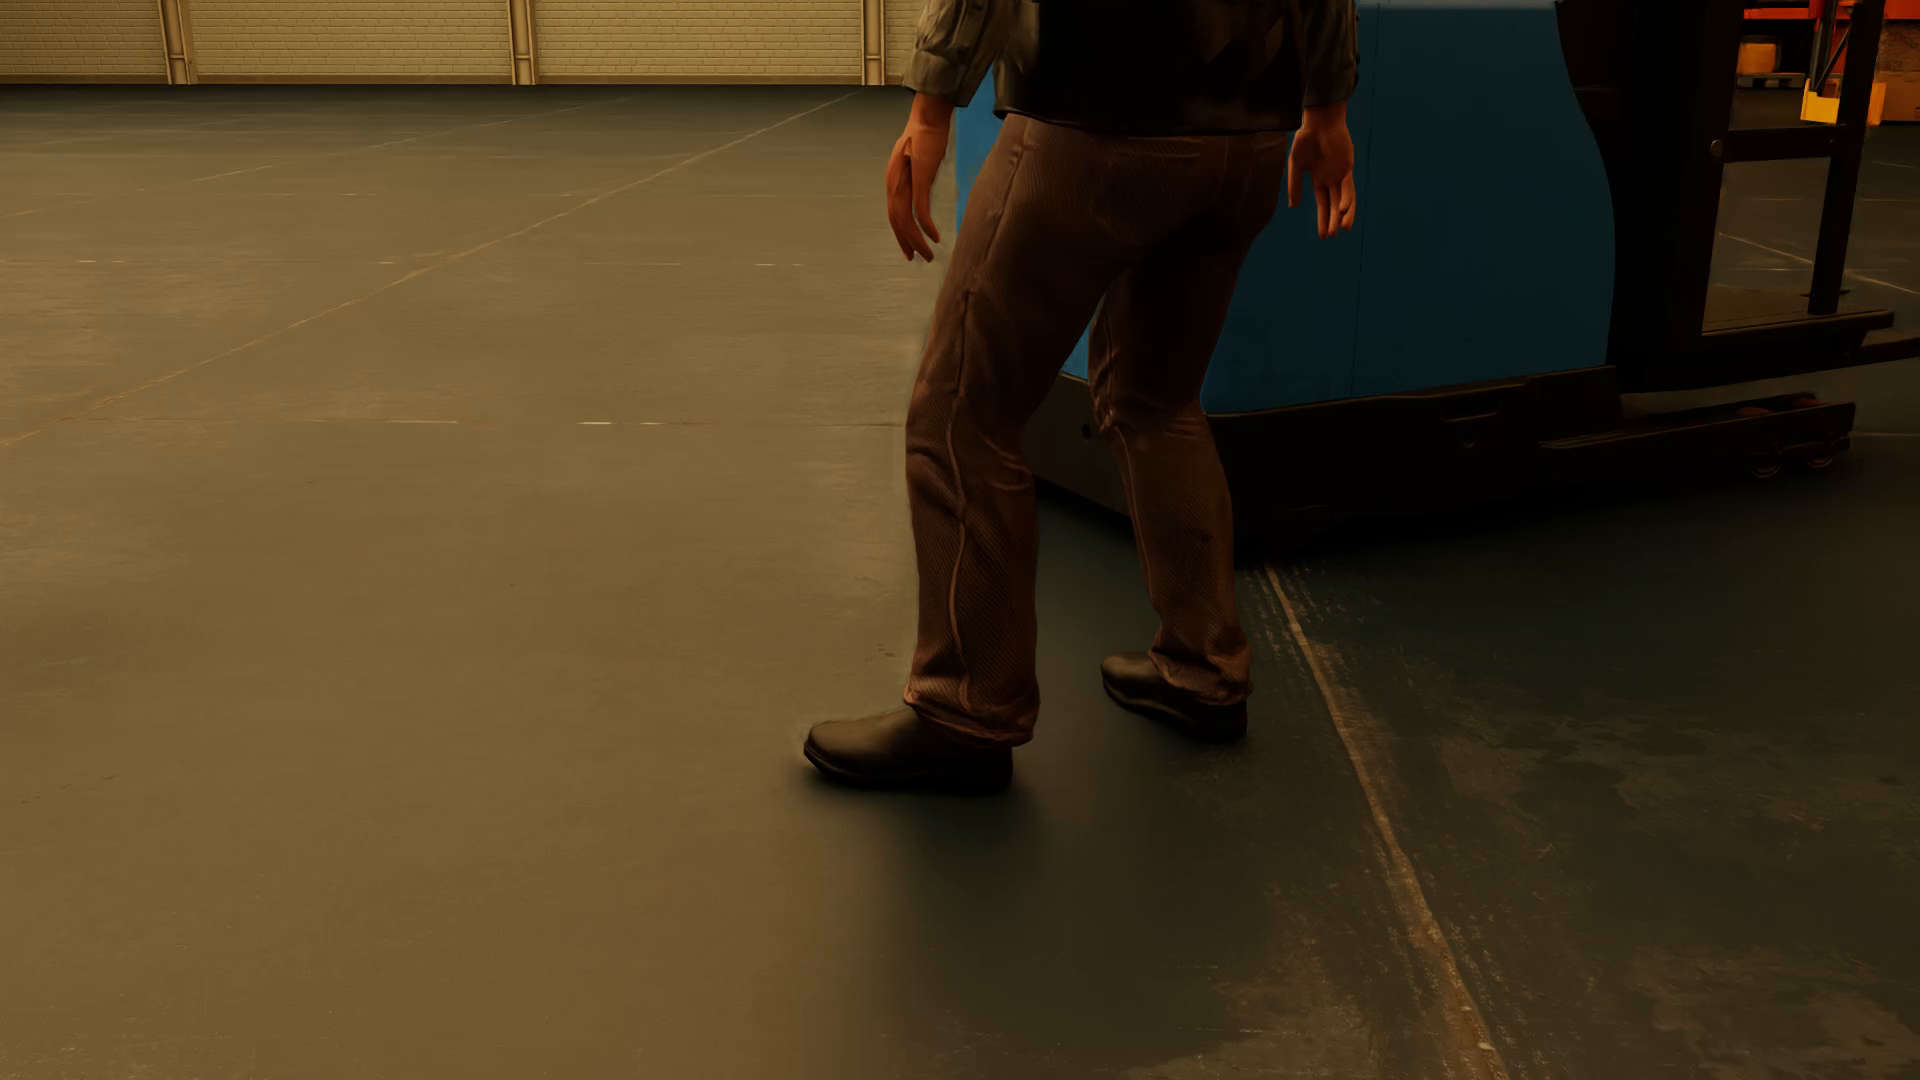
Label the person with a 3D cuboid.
[{"bbox_3d":[0.203,-0.526,2.218,0.827,1.695,0.386,-14,22,-39],"label":"person"}]

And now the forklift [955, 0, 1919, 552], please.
[{"bbox_3d":[1.520,-1.668,3.800,3.031,2.935,1.130,-9,19,-27],"label":"forklift"}]
